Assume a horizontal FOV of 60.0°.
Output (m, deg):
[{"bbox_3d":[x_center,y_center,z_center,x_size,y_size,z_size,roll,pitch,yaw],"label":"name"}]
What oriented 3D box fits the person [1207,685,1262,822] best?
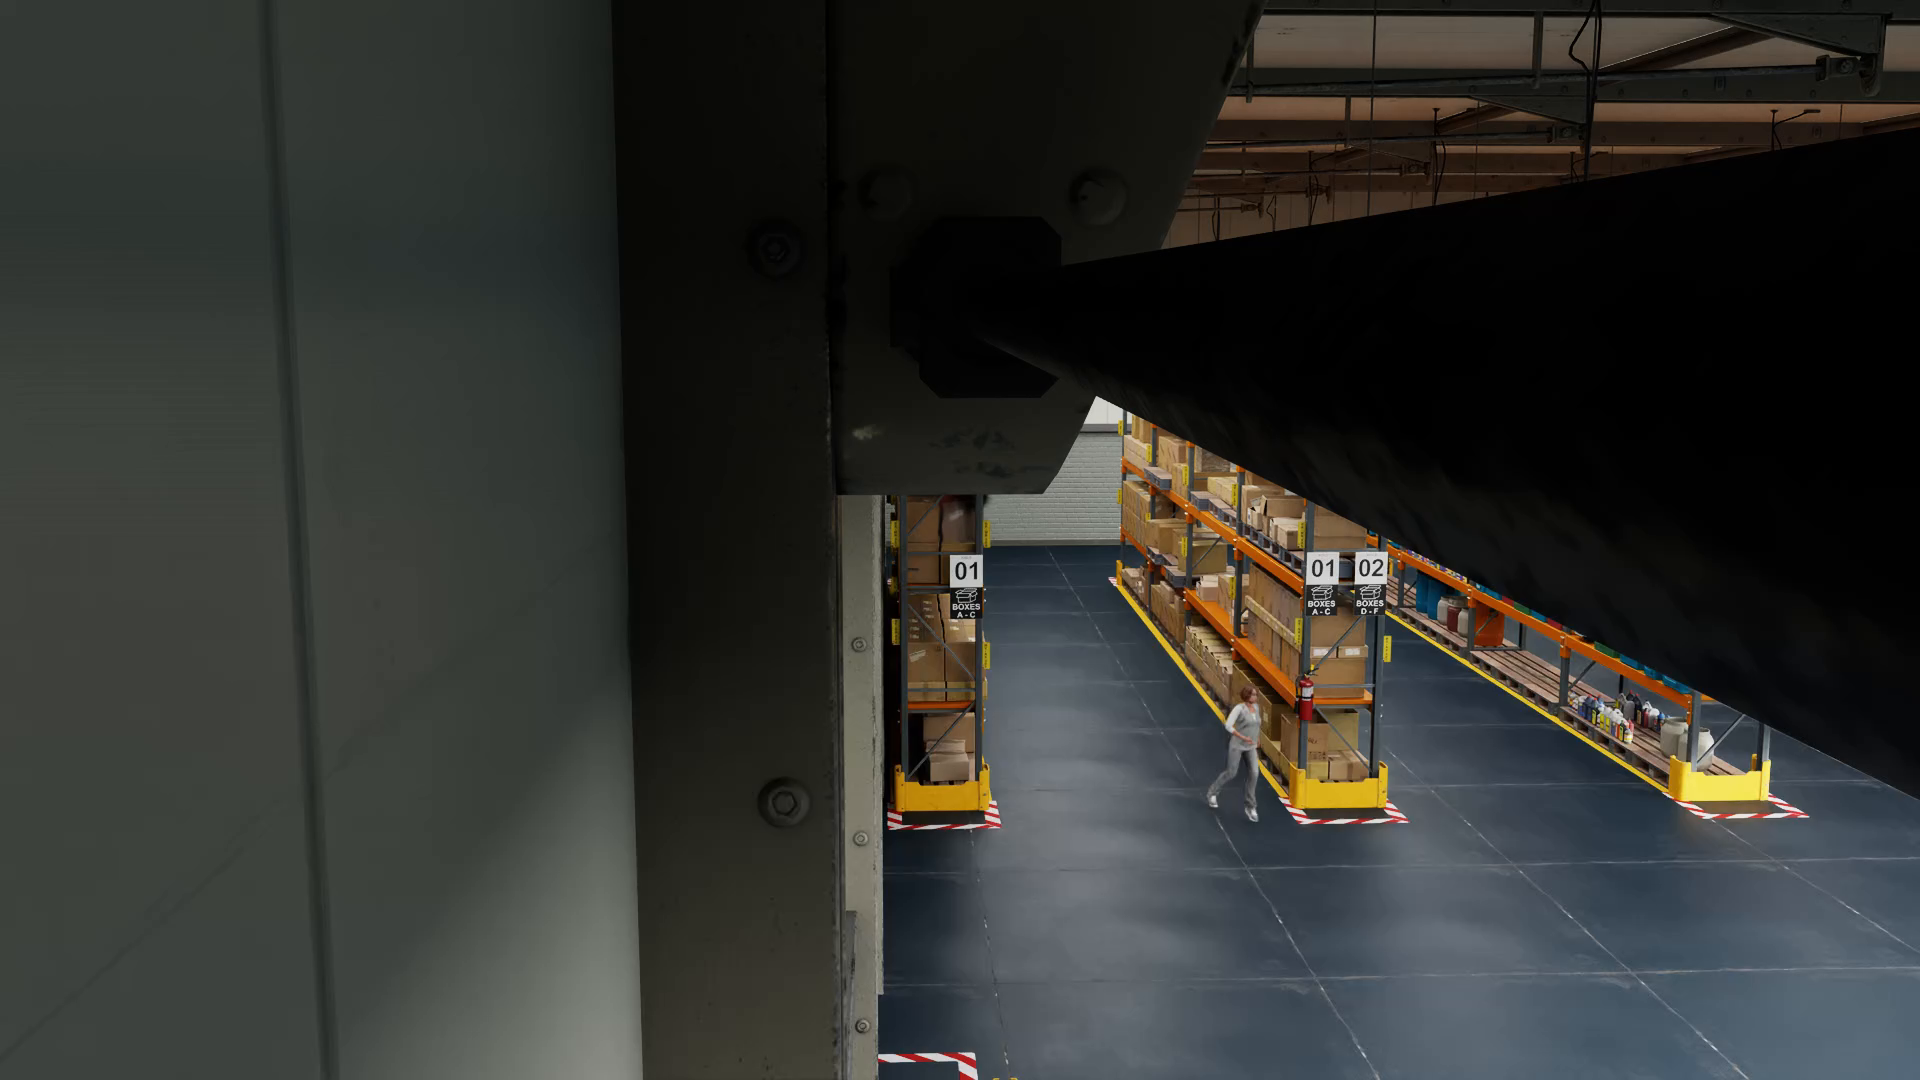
[{"bbox_3d":[3.479,2.573,20.342,0.609,1.567,0.816,-5,10,-31],"label":"person"}]
